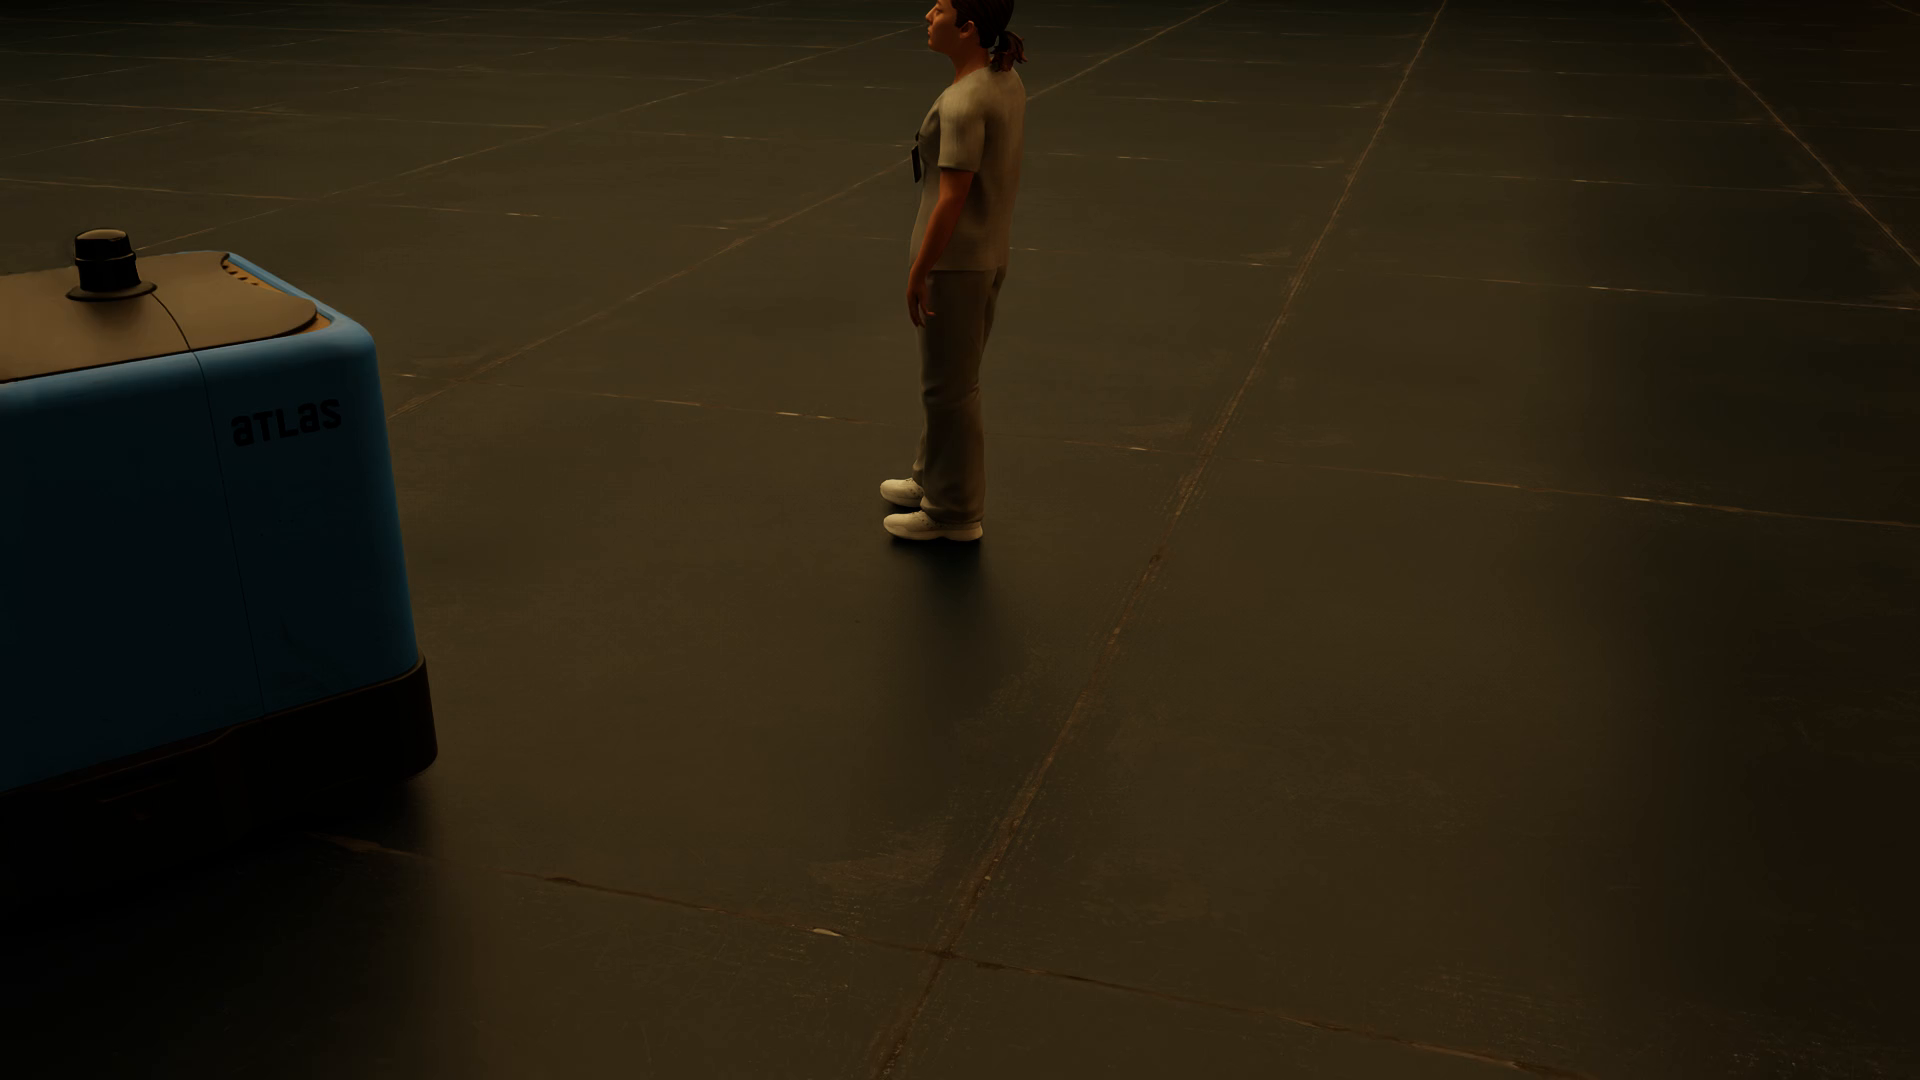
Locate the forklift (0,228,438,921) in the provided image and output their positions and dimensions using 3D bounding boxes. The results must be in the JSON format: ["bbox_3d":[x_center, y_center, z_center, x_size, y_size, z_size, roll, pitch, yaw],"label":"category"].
[{"bbox_3d":[-2.647,-0.585,2.697,3.031,2.935,1.130,-17,28,-35],"label":"forklift"}]

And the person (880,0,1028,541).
[{"bbox_3d":[-0.066,-0.794,4.830,0.549,1.675,0.550,7,23,16],"label":"person"}]
